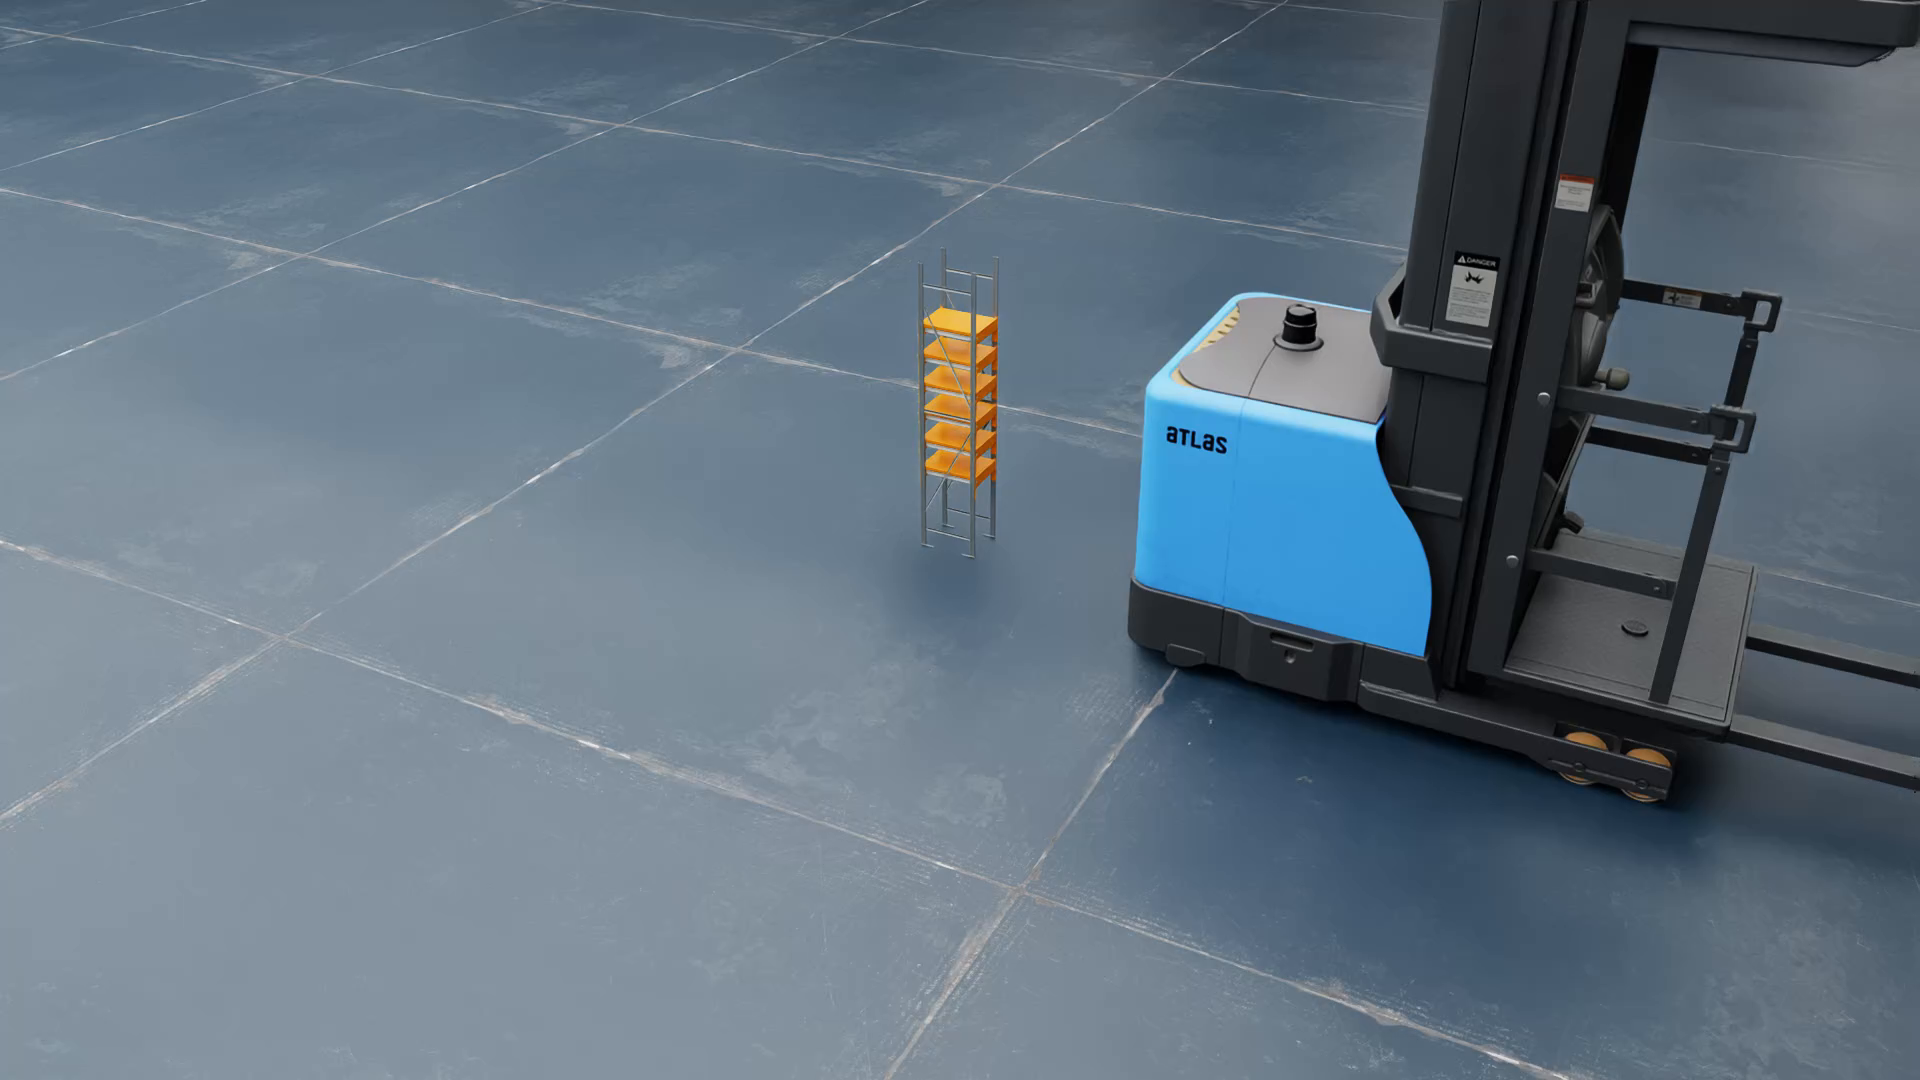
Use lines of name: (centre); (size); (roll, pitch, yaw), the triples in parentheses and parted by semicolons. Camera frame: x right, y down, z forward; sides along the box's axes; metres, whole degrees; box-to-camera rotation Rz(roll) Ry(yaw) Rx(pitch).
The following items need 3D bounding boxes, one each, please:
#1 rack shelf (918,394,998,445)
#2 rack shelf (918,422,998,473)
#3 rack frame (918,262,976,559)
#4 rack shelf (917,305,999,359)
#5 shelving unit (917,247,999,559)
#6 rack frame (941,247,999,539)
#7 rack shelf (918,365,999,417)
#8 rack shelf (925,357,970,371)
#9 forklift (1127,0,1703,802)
rack shelf: (-0.007, -0.475, 6.462); (0.258, 0.103, 0.180); (14, 33, 23)
rack shelf: (-0.007, -0.371, 6.522); (0.258, 0.103, 0.180); (14, 33, 23)
rack frame: (-0.048, -0.473, 6.369); (0.240, 1.200, 0.006); (14, 33, 23)
rack shelf: (-0.007, -0.788, 6.283); (0.258, 0.103, 0.180); (14, 33, 23)
shelving unit: (-0.007, -0.514, 6.440); (0.258, 1.200, 0.189); (14, 33, 23)
rack frame: (0.035, -0.554, 6.511); (0.240, 1.200, 0.006); (14, 33, 23)
rack shelf: (-0.007, -0.579, 6.402); (0.258, 0.103, 0.180); (14, 33, 23)
rack shelf: (-0.007, -0.701, 6.333); (0.199, 0.020, 0.166); (14, 33, 23)
forklift: (2.157, -0.740, 5.096); (3.031, 2.935, 1.130); (14, 33, 23)
